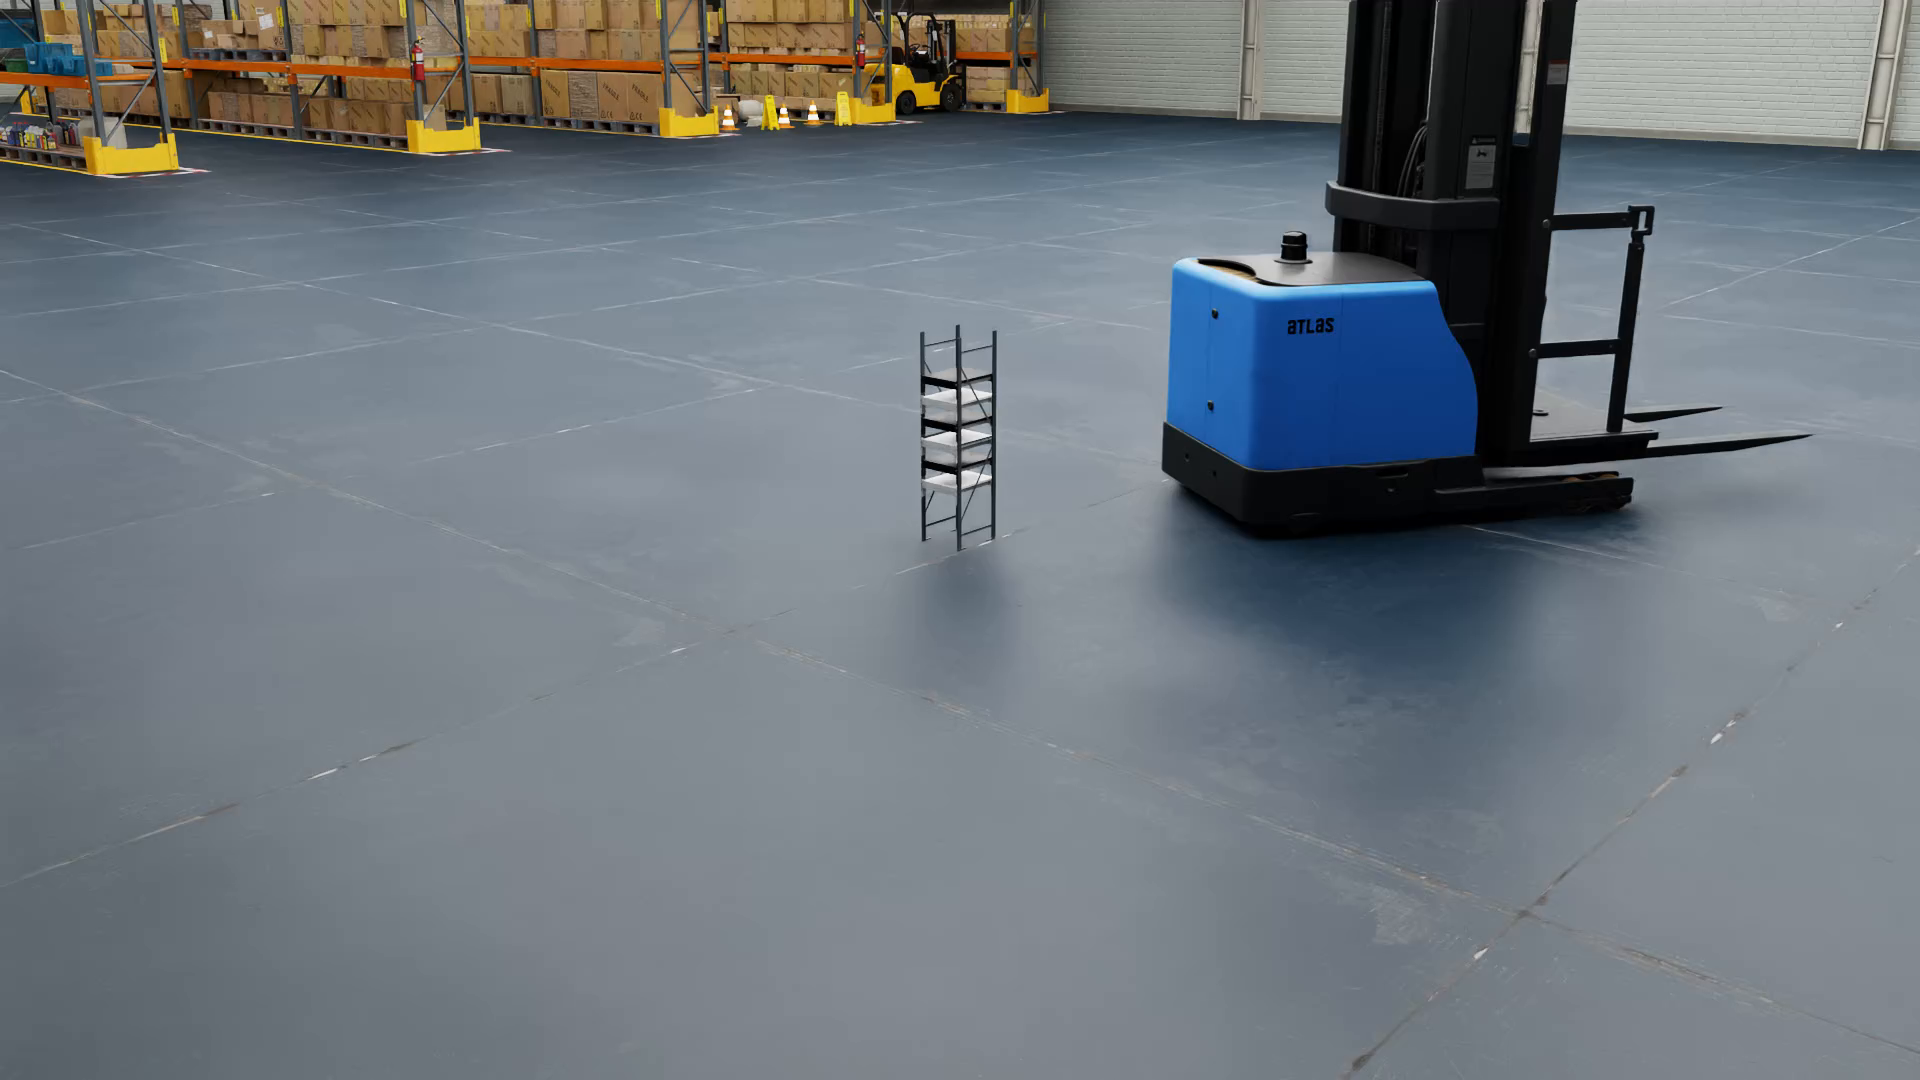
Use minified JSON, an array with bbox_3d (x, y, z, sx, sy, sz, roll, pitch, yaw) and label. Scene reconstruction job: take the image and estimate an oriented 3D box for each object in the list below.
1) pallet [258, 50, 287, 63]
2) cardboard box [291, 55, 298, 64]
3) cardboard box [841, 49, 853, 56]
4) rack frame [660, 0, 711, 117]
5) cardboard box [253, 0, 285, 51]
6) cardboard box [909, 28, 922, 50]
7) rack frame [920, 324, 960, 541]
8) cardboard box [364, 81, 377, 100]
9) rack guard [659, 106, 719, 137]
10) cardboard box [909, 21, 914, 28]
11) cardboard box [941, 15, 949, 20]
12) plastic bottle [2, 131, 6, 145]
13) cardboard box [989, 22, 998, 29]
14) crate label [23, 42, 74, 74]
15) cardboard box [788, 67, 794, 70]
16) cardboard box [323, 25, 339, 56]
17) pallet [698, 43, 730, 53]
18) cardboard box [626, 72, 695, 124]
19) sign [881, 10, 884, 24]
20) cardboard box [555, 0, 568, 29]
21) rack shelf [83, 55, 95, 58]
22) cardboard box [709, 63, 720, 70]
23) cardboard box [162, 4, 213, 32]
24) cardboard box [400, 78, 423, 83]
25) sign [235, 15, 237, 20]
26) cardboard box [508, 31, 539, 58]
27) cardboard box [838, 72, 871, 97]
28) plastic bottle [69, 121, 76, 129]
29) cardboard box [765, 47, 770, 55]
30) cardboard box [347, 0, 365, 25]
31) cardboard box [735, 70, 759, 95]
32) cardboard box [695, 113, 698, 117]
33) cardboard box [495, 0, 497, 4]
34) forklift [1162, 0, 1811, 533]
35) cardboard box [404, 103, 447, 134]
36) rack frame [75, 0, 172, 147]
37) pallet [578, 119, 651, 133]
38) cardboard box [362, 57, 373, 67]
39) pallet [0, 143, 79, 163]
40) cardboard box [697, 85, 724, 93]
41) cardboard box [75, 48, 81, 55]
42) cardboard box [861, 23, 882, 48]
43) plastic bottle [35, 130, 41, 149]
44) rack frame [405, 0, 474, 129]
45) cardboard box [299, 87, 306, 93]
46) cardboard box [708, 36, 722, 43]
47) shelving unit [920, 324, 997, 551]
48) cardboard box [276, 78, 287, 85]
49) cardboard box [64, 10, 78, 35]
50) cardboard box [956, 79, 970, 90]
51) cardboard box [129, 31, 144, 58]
[{"bbox_3d":[-11.821,-8.682,29.827,1.213,0.211,1.003,15,23,39],"label":"pallet"},{"bbox_3d":[-11.385,-8.356,28.898,0.250,0.149,0.380,15,23,39],"label":"cardboard box"},{"bbox_3d":[-2.198,-9.933,33.867,0.250,0.149,0.380,16,24,41],"label":"cardboard box"},{"bbox_3d":[-4.986,-8.886,30.152,0.127,3.000,1.000,15,23,39],"label":"rack frame"},{"bbox_3d":[-11.847,-9.264,29.659,1.000,1.000,1.000,15,23,40],"label":"cardboard box"},{"bbox_3d":[-0.917,-11.752,39.016,0.500,0.500,0.500,16,23,40],"label":"cardboard box"},{"bbox_3d":[-0.082,-0.451,7.045,0.006,0.900,0.240,15,23,39],"label":"rack frame"},{"bbox_3d":[-12.787,-9.888,36.746,0.500,0.500,0.500,16,23,40],"label":"cardboard box"},{"bbox_3d":[-4.968,-7.690,30.515,0.348,0.500,1.175,15,23,39],"label":"rack guard"},{"bbox_3d":[-1.004,-12.089,39.006,0.250,0.149,0.380,15,23,39],"label":"cardboard box"},{"bbox_3d":[-0.220,-12.034,38.341,0.250,0.149,0.380,15,23,39],"label":"cardboard box"},{"bbox_3d":[-14.610,-6.159,25.458,0.097,0.201,0.097,0,18,0],"label":"plastic bottle"},{"bbox_3d":[0.860,-11.557,37.332,0.250,0.149,0.380,16,23,40],"label":"cardboard box"},{"bbox_3d":[-13.198,-6.988,24.115,0.616,0.435,0.502,15,23,39],"label":"crate label"},{"bbox_3d":[-4.010,-11.696,42.238,0.625,0.625,0.875,16,24,41],"label":"cardboard box"},{"bbox_3d":[-10.259,-8.486,28.235,0.500,0.500,0.875,15,23,39],"label":"cardboard box"},{"bbox_3d":[-5.243,-10.924,36.891,1.213,0.211,1.003,15,23,39],"label":"pallet"},{"bbox_3d":[-5.537,-8.194,30.792,0.875,0.875,0.875,15,23,40],"label":"cardboard box"},{"bbox_3d":[-1.829,-12.342,39.260,0.005,0.325,0.100,15,23,39],"label":"sign"},{"bbox_3d":[-7.236,-10.109,31.973,0.550,0.550,0.875,15,23,39],"label":"cardboard box"},{"bbox_3d":[-18.825,-10.252,35.646,4.000,0.370,1.077,15,23,39],"label":"rack shelf"},{"bbox_3d":[-6.534,-12.547,44.055,0.250,0.149,0.380,15,23,39],"label":"cardboard box"},{"bbox_3d":[-14.874,-10.066,32.048,0.637,0.503,0.797,16,24,41],"label":"cardboard box"},{"bbox_3d":[-11.655,-9.936,35.660,0.500,0.250,0.500,14,23,38],"label":"cardboard box"},{"bbox_3d":[-17.313,-12.388,39.757,0.005,0.325,0.100,15,23,39],"label":"sign"},{"bbox_3d":[-8.546,-9.781,32.807,0.500,0.500,0.500,15,23,39],"label":"cardboard box"},{"bbox_3d":[-2.214,-9.502,34.706,0.500,0.500,0.500,14,22,37],"label":"cardboard box"},{"bbox_3d":[-13.575,-6.246,25.486,0.185,0.351,0.144,15,23,39],"label":"plastic bottle"},{"bbox_3d":[-3.921,-10.384,35.288,0.250,0.149,0.380,15,23,39],"label":"cardboard box"},{"bbox_3d":[-9.680,-8.704,27.270,0.500,0.500,0.500,15,23,39],"label":"cardboard box"},{"bbox_3d":[-4.506,-9.897,35.948,0.500,0.500,0.500,16,24,42],"label":"cardboard box"},{"bbox_3d":[-5.470,-8.457,33.321,0.396,0.266,0.258,-13,22,-36],"label":"cardboard box"},{"bbox_3d":[-11.318,-13.336,41.284,0.250,0.149,0.380,16,23,41],"label":"cardboard box"},{"bbox_3d":[2.537,-1.659,7.494,3.031,2.935,1.130,-5,18,-15],"label":"forklift"},{"bbox_3d":[-8.810,-6.922,27.401,0.500,0.500,0.500,-13,22,-36],"label":"cardboard box"},{"bbox_3d":[-11.642,-6.663,23.149,0.127,3.000,1.000,15,23,39],"label":"rack frame"},{"bbox_3d":[-6.545,-7.944,31.796,1.213,0.211,1.003,15,23,39],"label":"pallet"},{"bbox_3d":[-9.650,-7.922,27.530,0.250,0.149,0.380,15,23,39],"label":"cardboard box"},{"bbox_3d":[-14.159,-5.993,25.647,1.213,0.211,1.003,15,23,39],"label":"pallet"},{"bbox_3d":[-5.702,-10.025,37.392,0.950,0.372,0.625,-17,24,-42],"label":"cardboard box"},{"bbox_3d":[-18.160,-10.164,34.594,0.250,0.149,0.380,15,23,38],"label":"cardboard box"},{"bbox_3d":[-1.946,-10.373,34.182,0.500,0.500,0.500,15,23,38],"label":"cardboard box"},{"bbox_3d":[-13.581,-5.929,24.610,0.135,0.276,0.152,14,22,38],"label":"plastic bottle"},{"bbox_3d":[-8.354,-7.784,26.680,0.127,3.000,1.000,15,23,39],"label":"rack frame"},{"bbox_3d":[-15.157,-10.490,38.734,0.250,0.149,0.380,16,23,41],"label":"cardboard box"},{"bbox_3d":[-5.336,-10.950,36.378,0.250,0.149,0.380,15,23,40],"label":"cardboard box"},{"bbox_3d":[-0.006,-0.431,6.981,0.210,0.900,0.258,15,23,39],"label":"shelving unit"},{"bbox_3d":[-15.956,-10.845,39.359,0.250,0.149,0.380,16,24,41],"label":"cardboard box"},{"bbox_3d":[-18.223,-10.754,34.556,0.500,0.500,0.500,15,23,40],"label":"cardboard box"},{"bbox_3d":[0.176,-10.507,38.284,0.500,0.250,0.500,14,23,38],"label":"cardboard box"},{"bbox_3d":[-16.011,-9.788,32.830,0.500,0.500,0.500,16,23,40],"label":"cardboard box"}]
